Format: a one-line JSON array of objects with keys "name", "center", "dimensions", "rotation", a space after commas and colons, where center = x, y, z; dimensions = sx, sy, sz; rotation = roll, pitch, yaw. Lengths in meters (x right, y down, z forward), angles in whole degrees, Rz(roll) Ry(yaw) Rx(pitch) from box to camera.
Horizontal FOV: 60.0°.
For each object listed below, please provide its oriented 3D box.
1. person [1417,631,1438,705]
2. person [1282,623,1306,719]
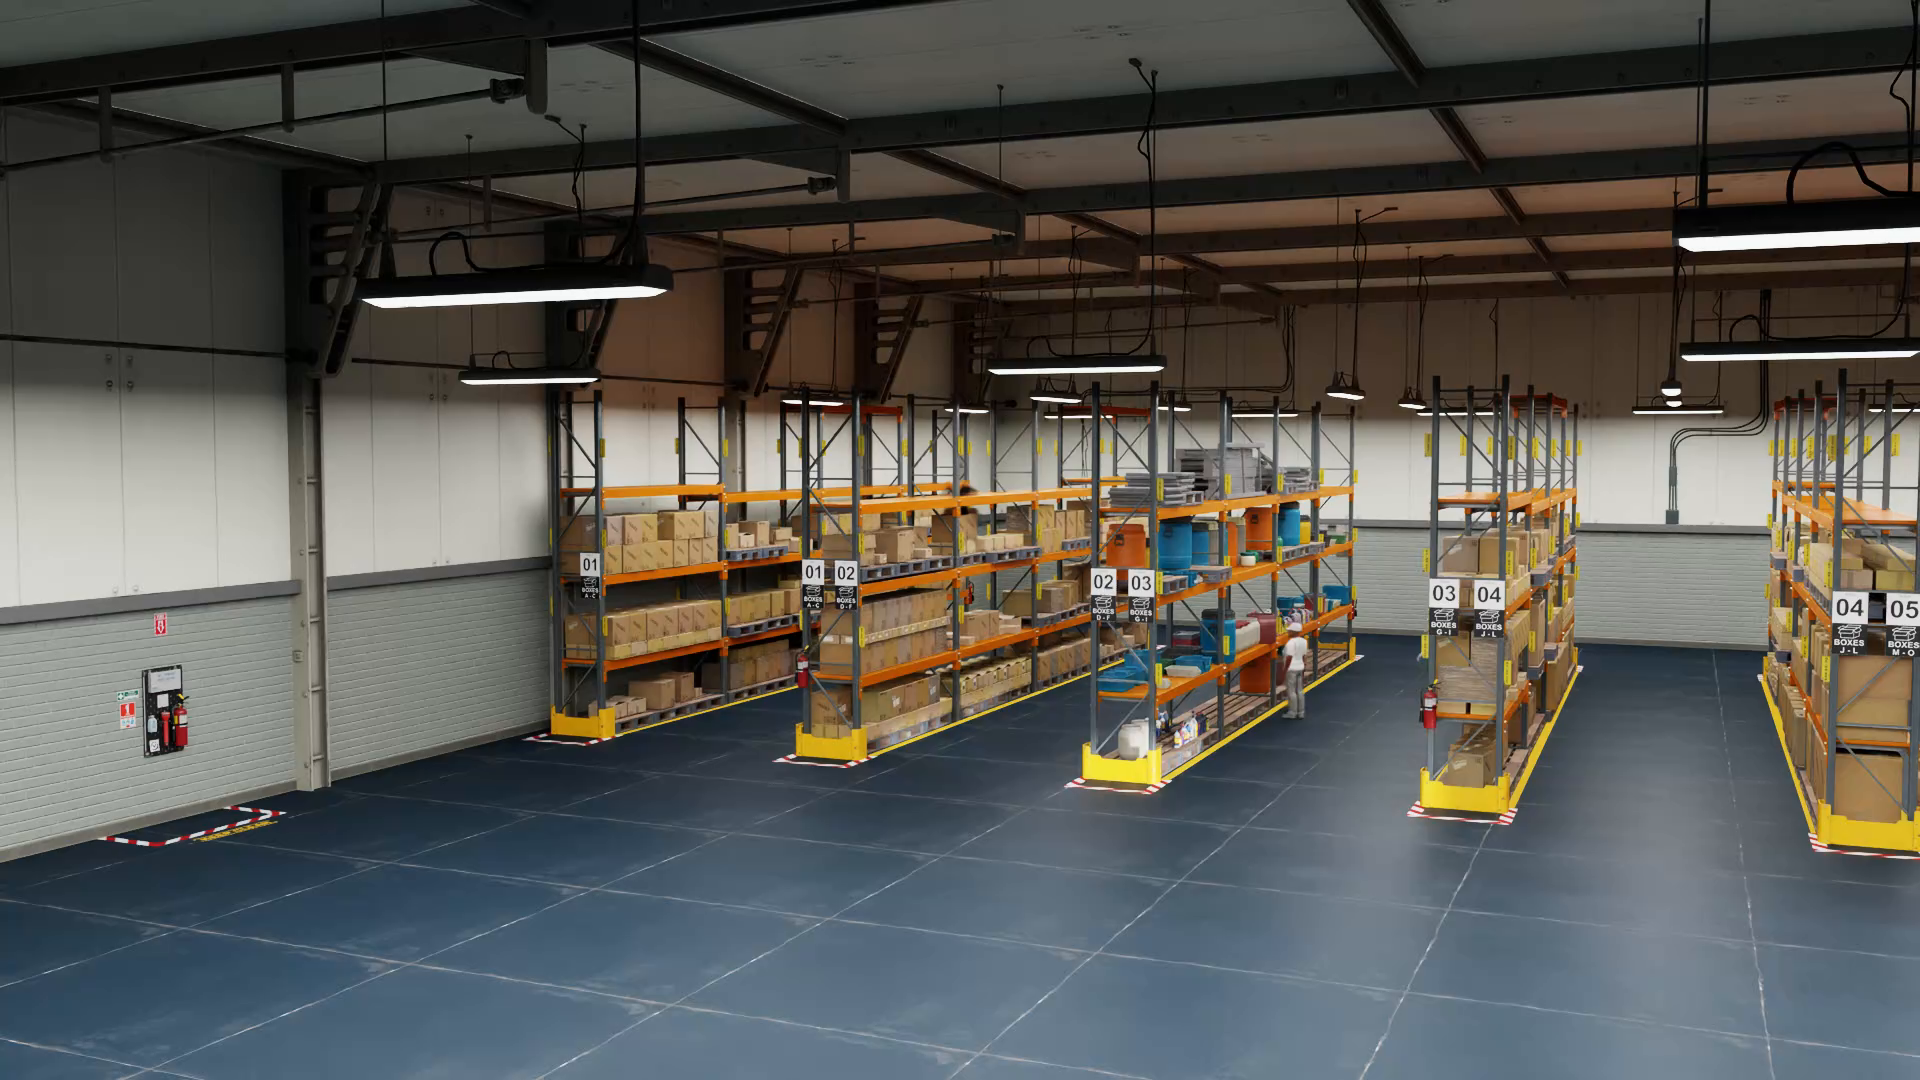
[{"name": "person", "center": [9.317, 2.310, 32.609], "dimensions": [0.672, 1.742, 0.975], "rotation": [1, 3, 22]}, {"name": "person", "center": [6.181, 2.414, 30.795], "dimensions": [0.396, 1.769, 0.588], "rotation": [3, 4, 43]}]
